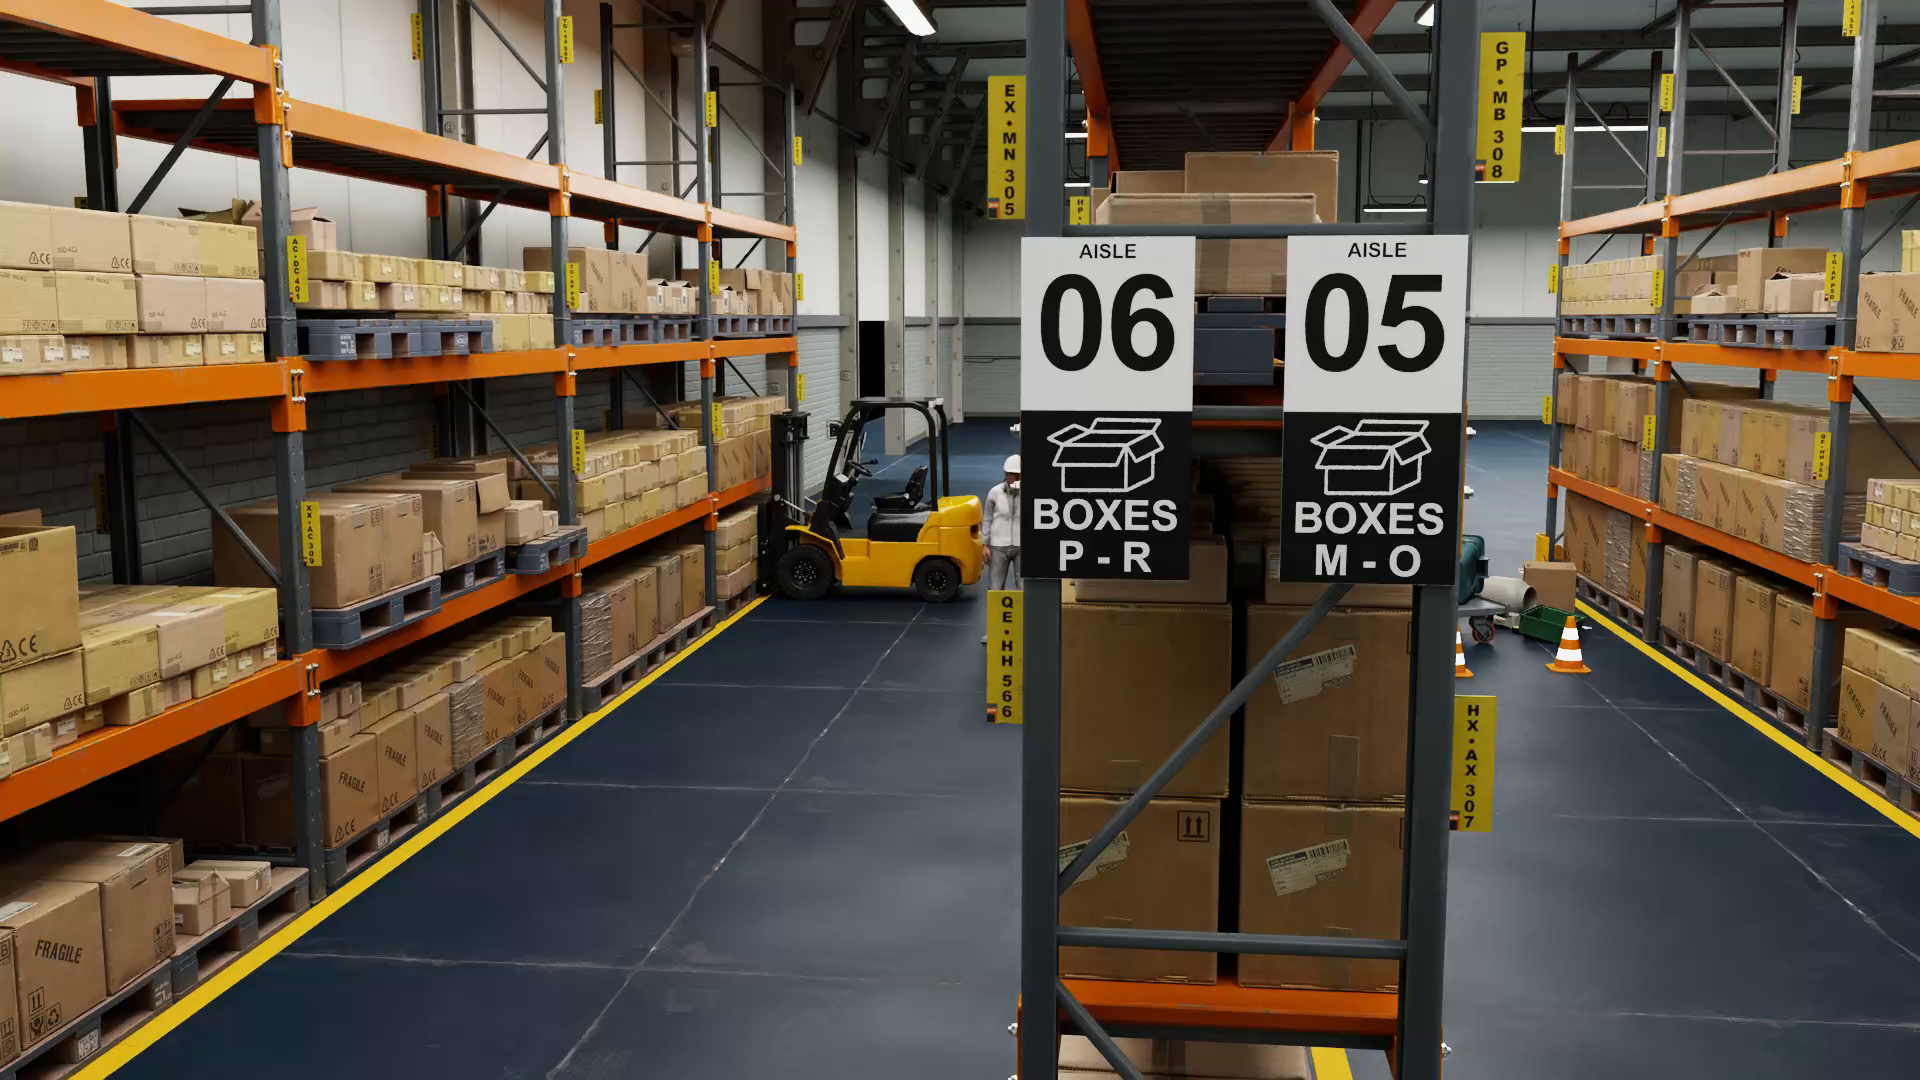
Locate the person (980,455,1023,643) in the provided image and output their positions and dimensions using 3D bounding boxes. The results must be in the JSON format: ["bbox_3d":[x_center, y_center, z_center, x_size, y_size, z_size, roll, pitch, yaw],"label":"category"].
[{"bbox_3d":[0.489,0.080,15.587,0.588,1.770,0.463,0,8,2],"label":"person"}]
